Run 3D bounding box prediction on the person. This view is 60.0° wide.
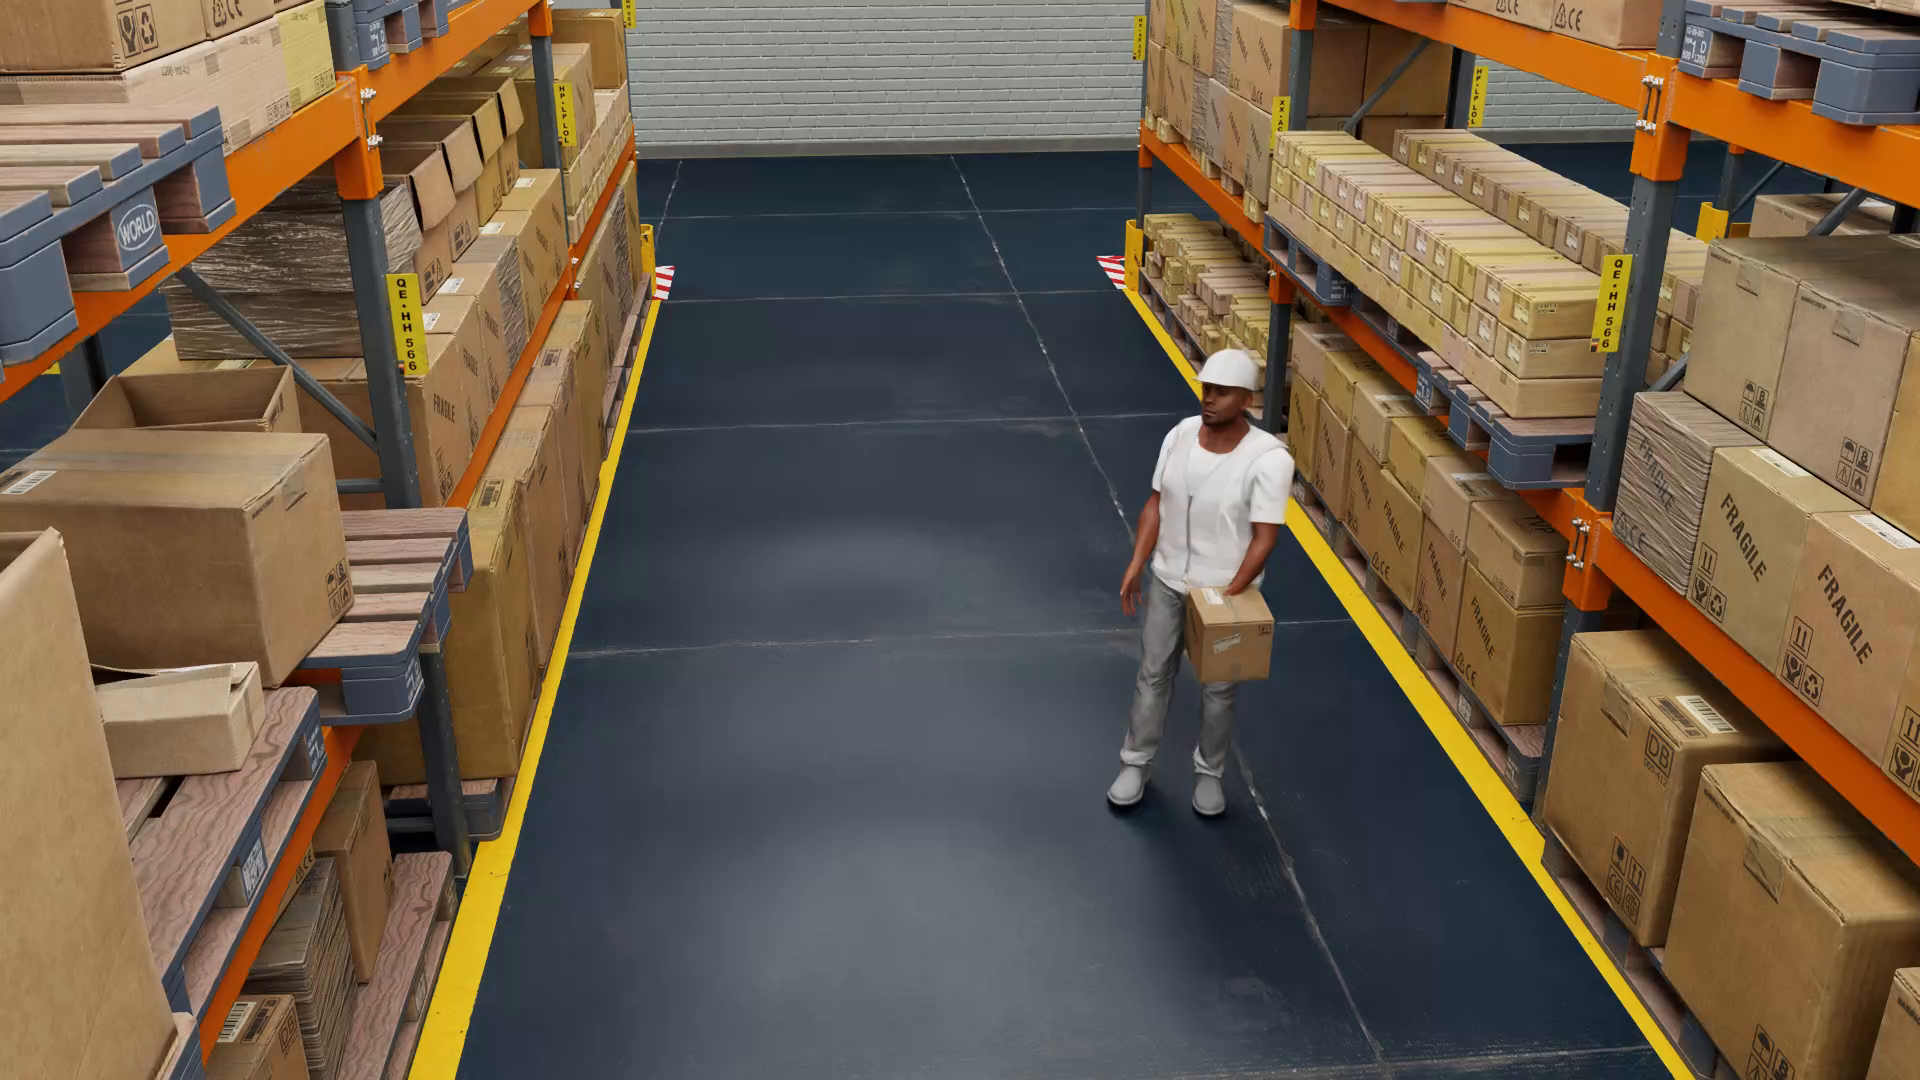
[{"bbox_3d":[0.886,0.183,6.133,0.553,1.771,0.551,17,29,34],"label":"person"}]
